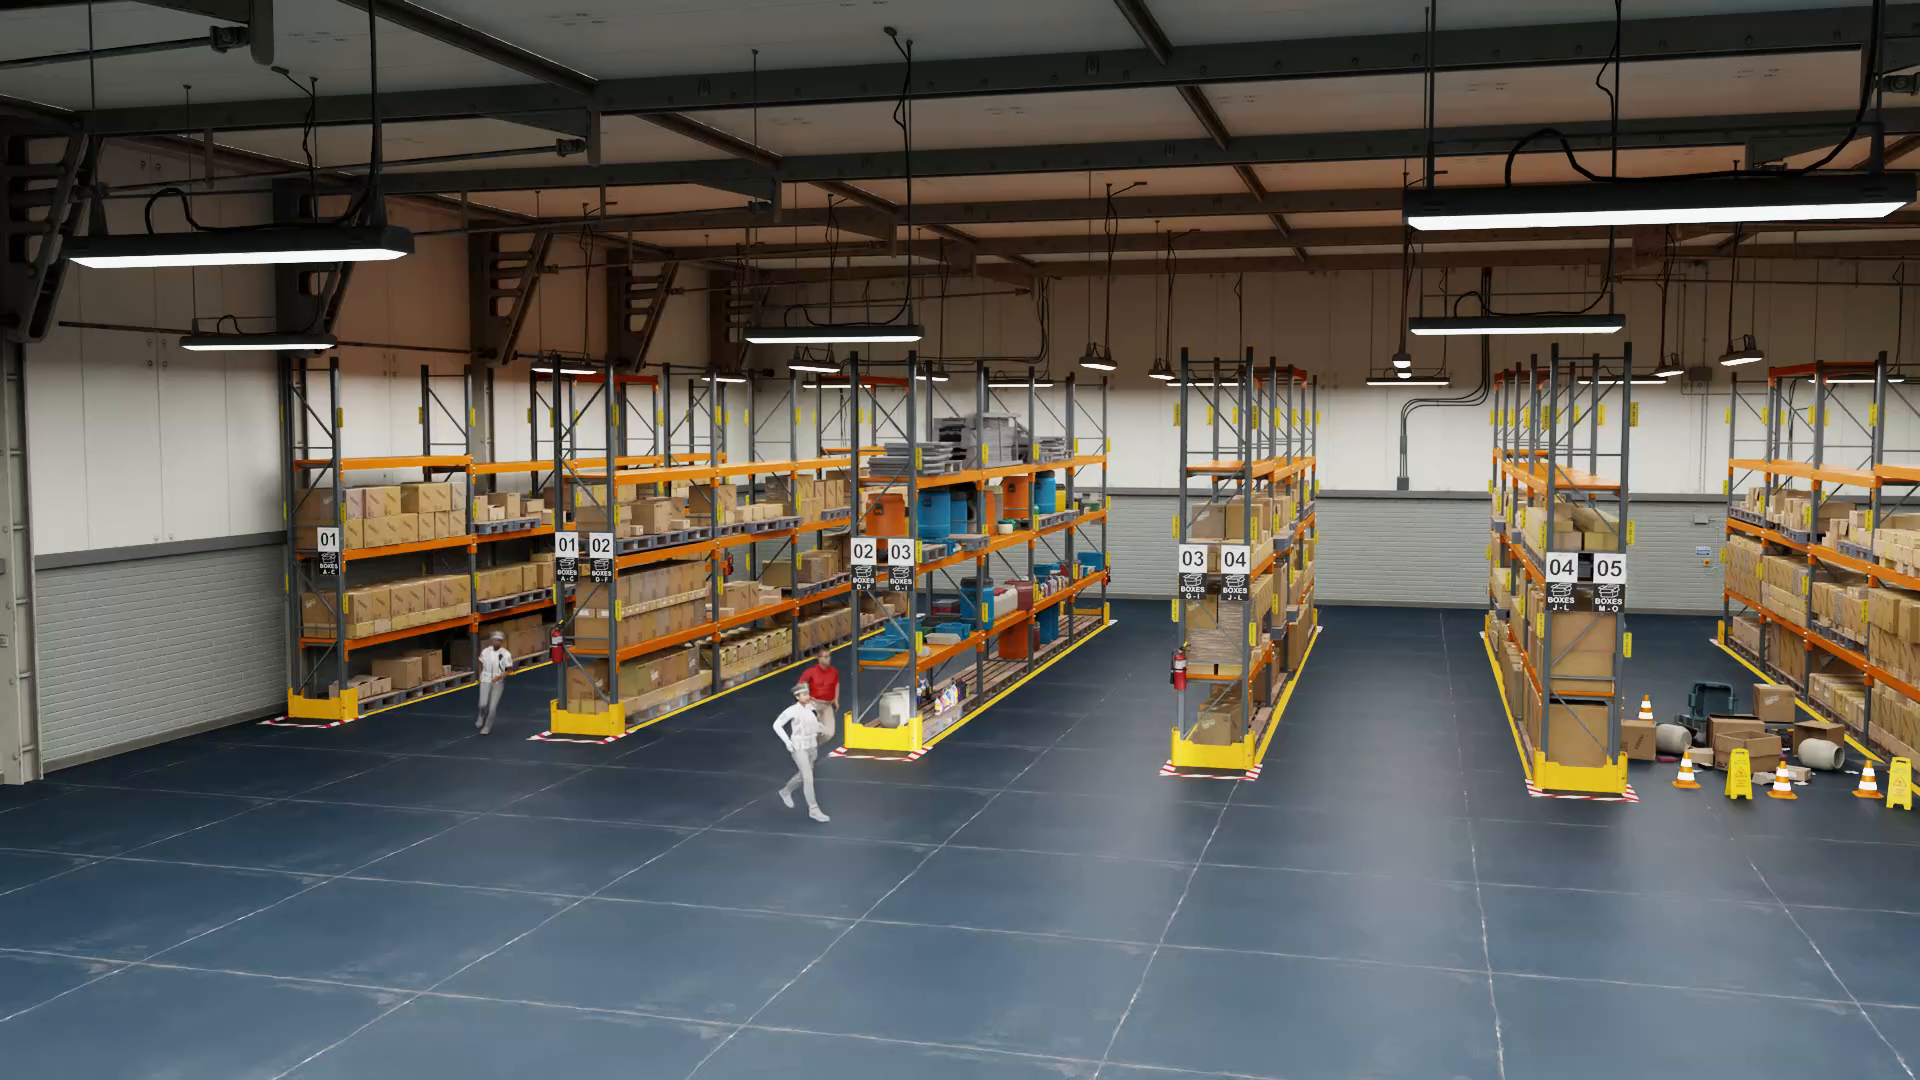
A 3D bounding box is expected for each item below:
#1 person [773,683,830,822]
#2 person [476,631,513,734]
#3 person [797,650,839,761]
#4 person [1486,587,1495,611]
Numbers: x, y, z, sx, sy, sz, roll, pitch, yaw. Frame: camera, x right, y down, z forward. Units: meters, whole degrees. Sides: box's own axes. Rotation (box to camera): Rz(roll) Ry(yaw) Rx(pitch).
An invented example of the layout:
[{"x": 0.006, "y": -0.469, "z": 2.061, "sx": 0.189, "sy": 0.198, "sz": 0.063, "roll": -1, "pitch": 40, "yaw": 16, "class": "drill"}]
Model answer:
[{"x": -1.956, "y": 2.611, "z": 20.763, "sx": 0.921, "sy": 1.681, "sz": 0.611, "roll": 3, "pitch": 5, "yaw": 38, "class": "person"}, {"x": -7.392, "y": 2.260, "z": 26.357, "sx": 0.608, "sy": 1.641, "sz": 0.502, "roll": -1, "pitch": 4, "yaw": -9, "class": "person"}, {"x": -1.984, "y": 2.417, "z": 23.958, "sx": 0.718, "sy": 1.663, "sz": 0.508, "roll": -2, "pitch": 5, "yaw": -29, "class": "person"}, {"x": 12.666, "y": 1.288, "z": 38.811, "sx": 0.658, "sy": 1.749, "sz": 0.733, "roll": 0, "pitch": 4, "yaw": 2, "class": "person"}]
